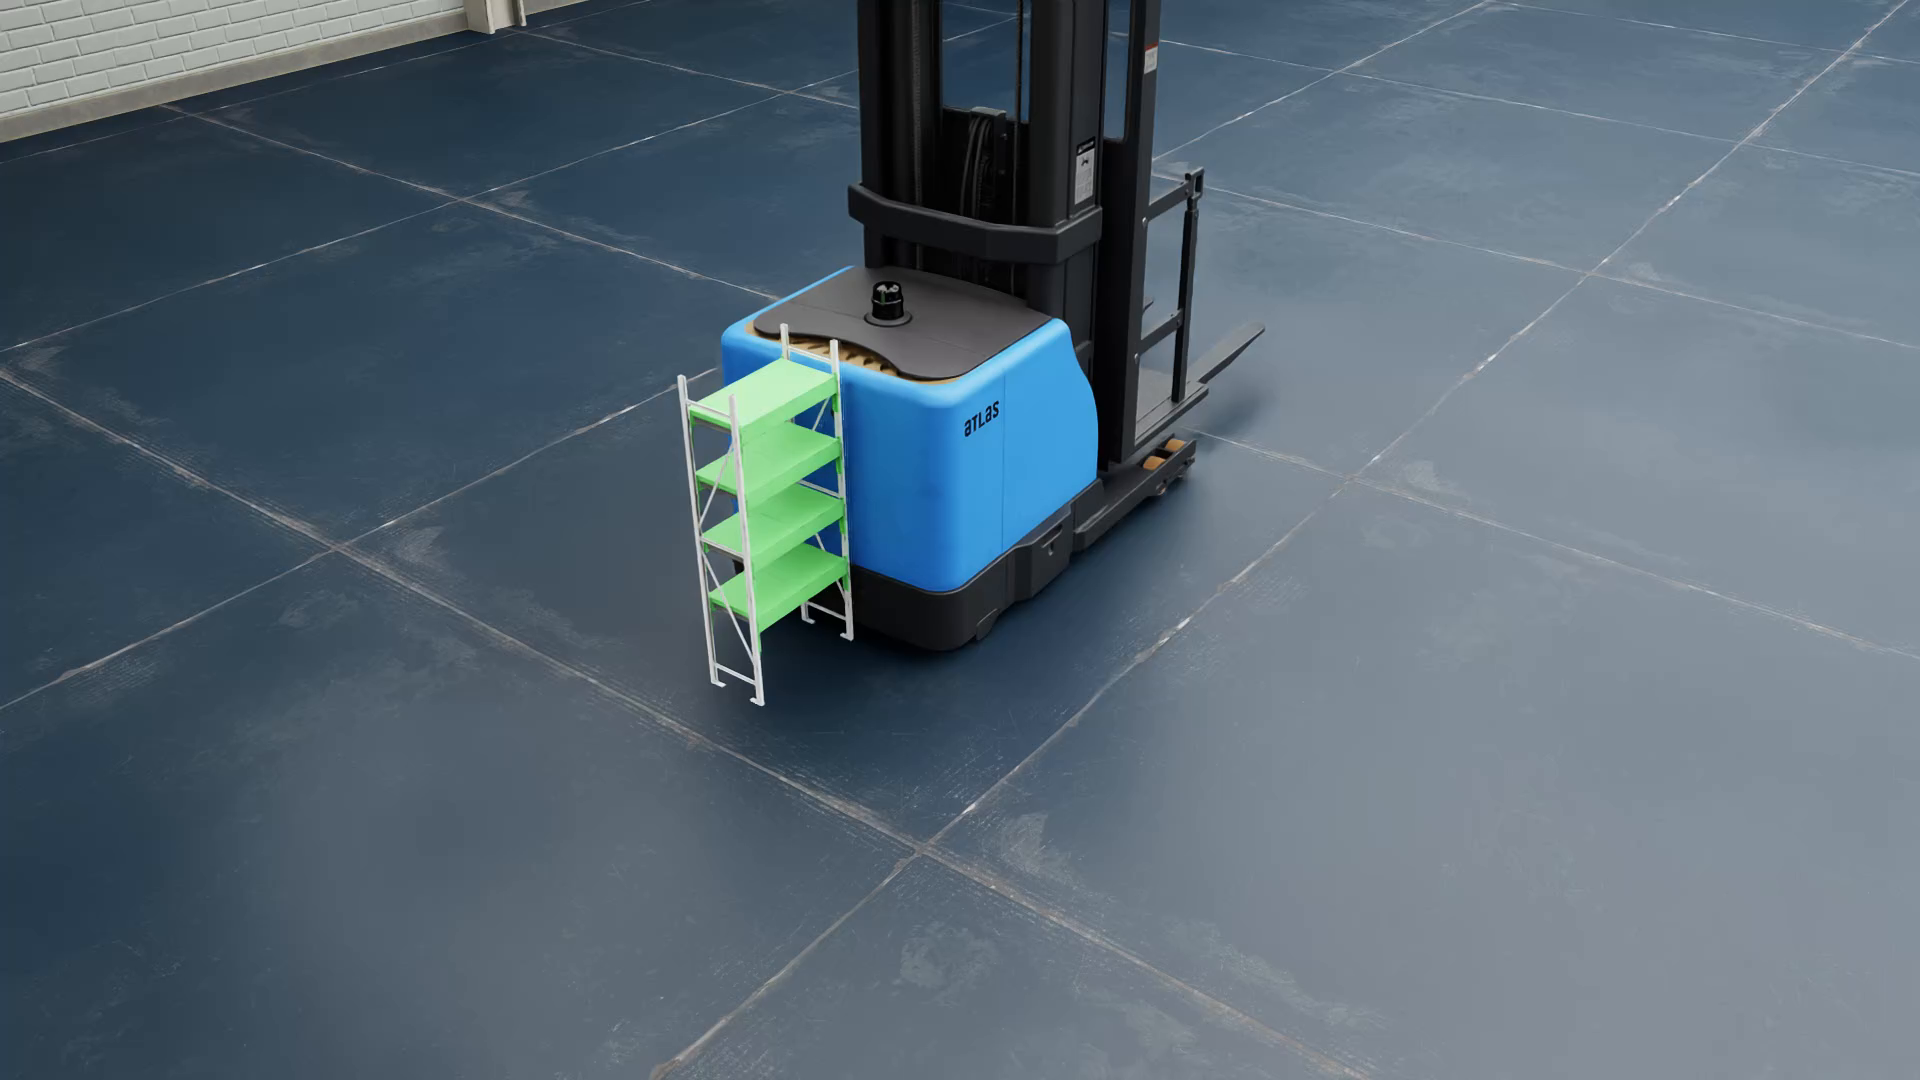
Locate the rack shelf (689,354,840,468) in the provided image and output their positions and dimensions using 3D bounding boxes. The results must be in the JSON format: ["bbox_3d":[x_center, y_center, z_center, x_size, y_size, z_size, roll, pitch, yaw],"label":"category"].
[{"bbox_3d":[-0.648,-0.431,5.475,0.258,0.148,0.480,21,37,31],"label":"rack shelf"}]

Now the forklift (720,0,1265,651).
[{"bbox_3d":[0.365,-1.571,6.527,1.130,2.935,3.031,19,36,29],"label":"forklift"}]

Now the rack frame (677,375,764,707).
[{"bbox_3d":[-0.788,0.027,5.527,0.240,1.200,0.015,21,37,31],"label":"rack frame"}]

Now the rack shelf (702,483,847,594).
[{"bbox_3d":[-0.642,-0.022,5.726,0.258,0.148,0.480,21,37,31],"label":"rack shelf"}]

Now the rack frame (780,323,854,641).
[{"bbox_3d":[-0.498,-0.181,5.859,0.240,1.200,0.015,21,37,31],"label":"rack frame"}]

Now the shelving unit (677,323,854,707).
[{"bbox_3d":[-0.643,-0.077,5.693,0.258,1.200,0.503,21,37,31],"label":"shelving unit"}]

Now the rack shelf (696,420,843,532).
[{"bbox_3d":[-0.645,-0.227,5.601,0.258,0.148,0.480,21,37,31],"label":"rack shelf"}]

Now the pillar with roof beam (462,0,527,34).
[{"bbox_3d":[-0.492,-6.894,9.556,9.100,9.000,0.400,21,37,31],"label":"pillar with roof beam"}]

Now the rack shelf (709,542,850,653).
[{"bbox_3d":[-0.640,0.182,5.852,0.258,0.148,0.480,21,37,31],"label":"rack shelf"}]
